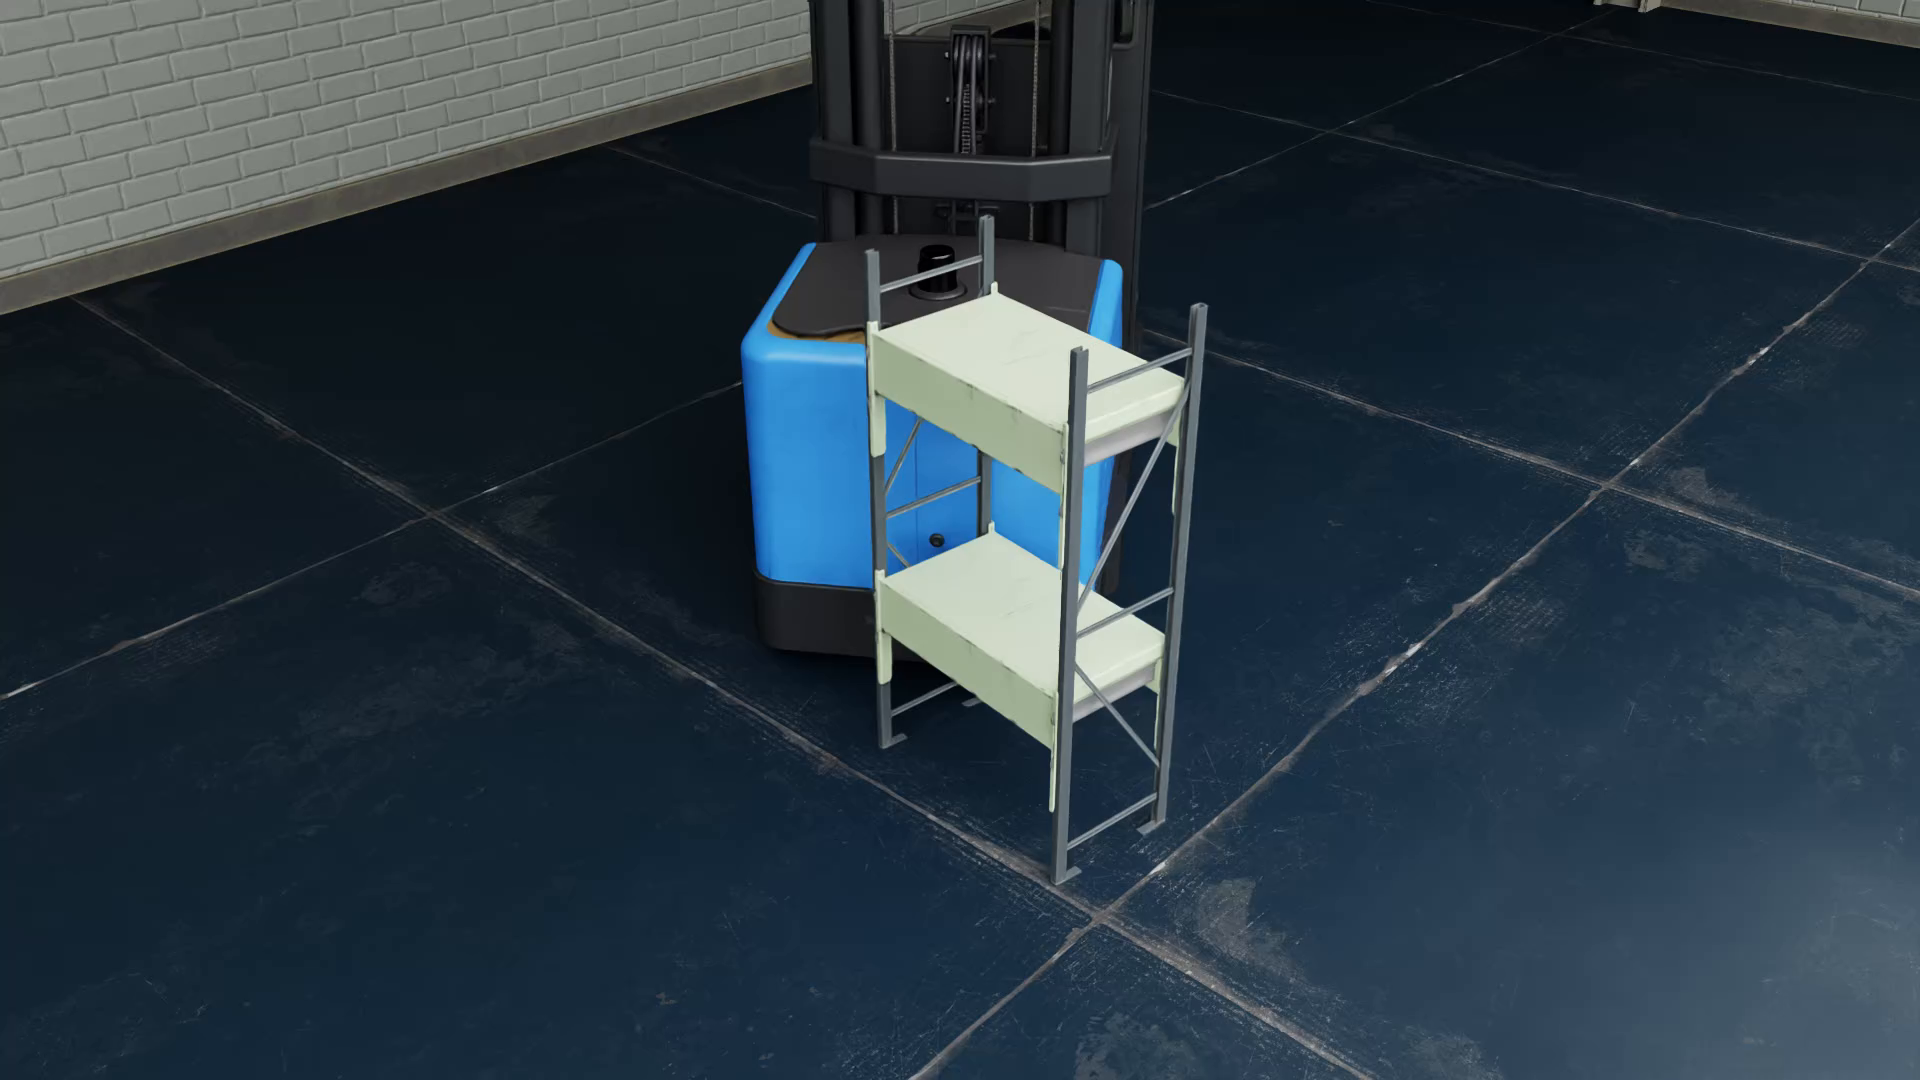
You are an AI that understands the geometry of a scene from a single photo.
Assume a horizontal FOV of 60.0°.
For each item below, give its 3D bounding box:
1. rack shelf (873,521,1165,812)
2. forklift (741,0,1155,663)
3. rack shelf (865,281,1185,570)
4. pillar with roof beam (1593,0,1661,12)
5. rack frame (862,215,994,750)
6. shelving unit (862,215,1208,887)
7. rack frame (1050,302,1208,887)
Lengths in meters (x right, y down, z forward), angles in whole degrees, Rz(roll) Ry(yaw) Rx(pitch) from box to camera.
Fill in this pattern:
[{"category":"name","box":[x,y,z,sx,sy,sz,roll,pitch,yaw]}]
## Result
[{"category":"rack shelf","box":[0.160,0.313,4.407,0.431,0.370,0.720,-23,38,-33]},{"category":"forklift","box":[0.105,-1.599,5.565,1.130,2.935,3.031,5,31,7]},{"category":"rack shelf","box":[0.160,-0.300,4.038,0.431,0.370,0.720,-23,38,-33]},{"category":"pillar with roof beam","box":[2.071,-6.192,7.310,0.400,9.000,9.100,25,39,35]},{"category":"rack frame","box":[-0.074,-0.111,4.481,0.400,1.500,0.023,-23,38,-33]},{"category":"shelving unit","box":[0.160,0.034,4.239,0.431,1.500,0.755,-23,38,-33]},{"category":"rack frame","box":[0.393,0.179,3.998,0.400,1.500,0.023,-23,38,-33]}]
